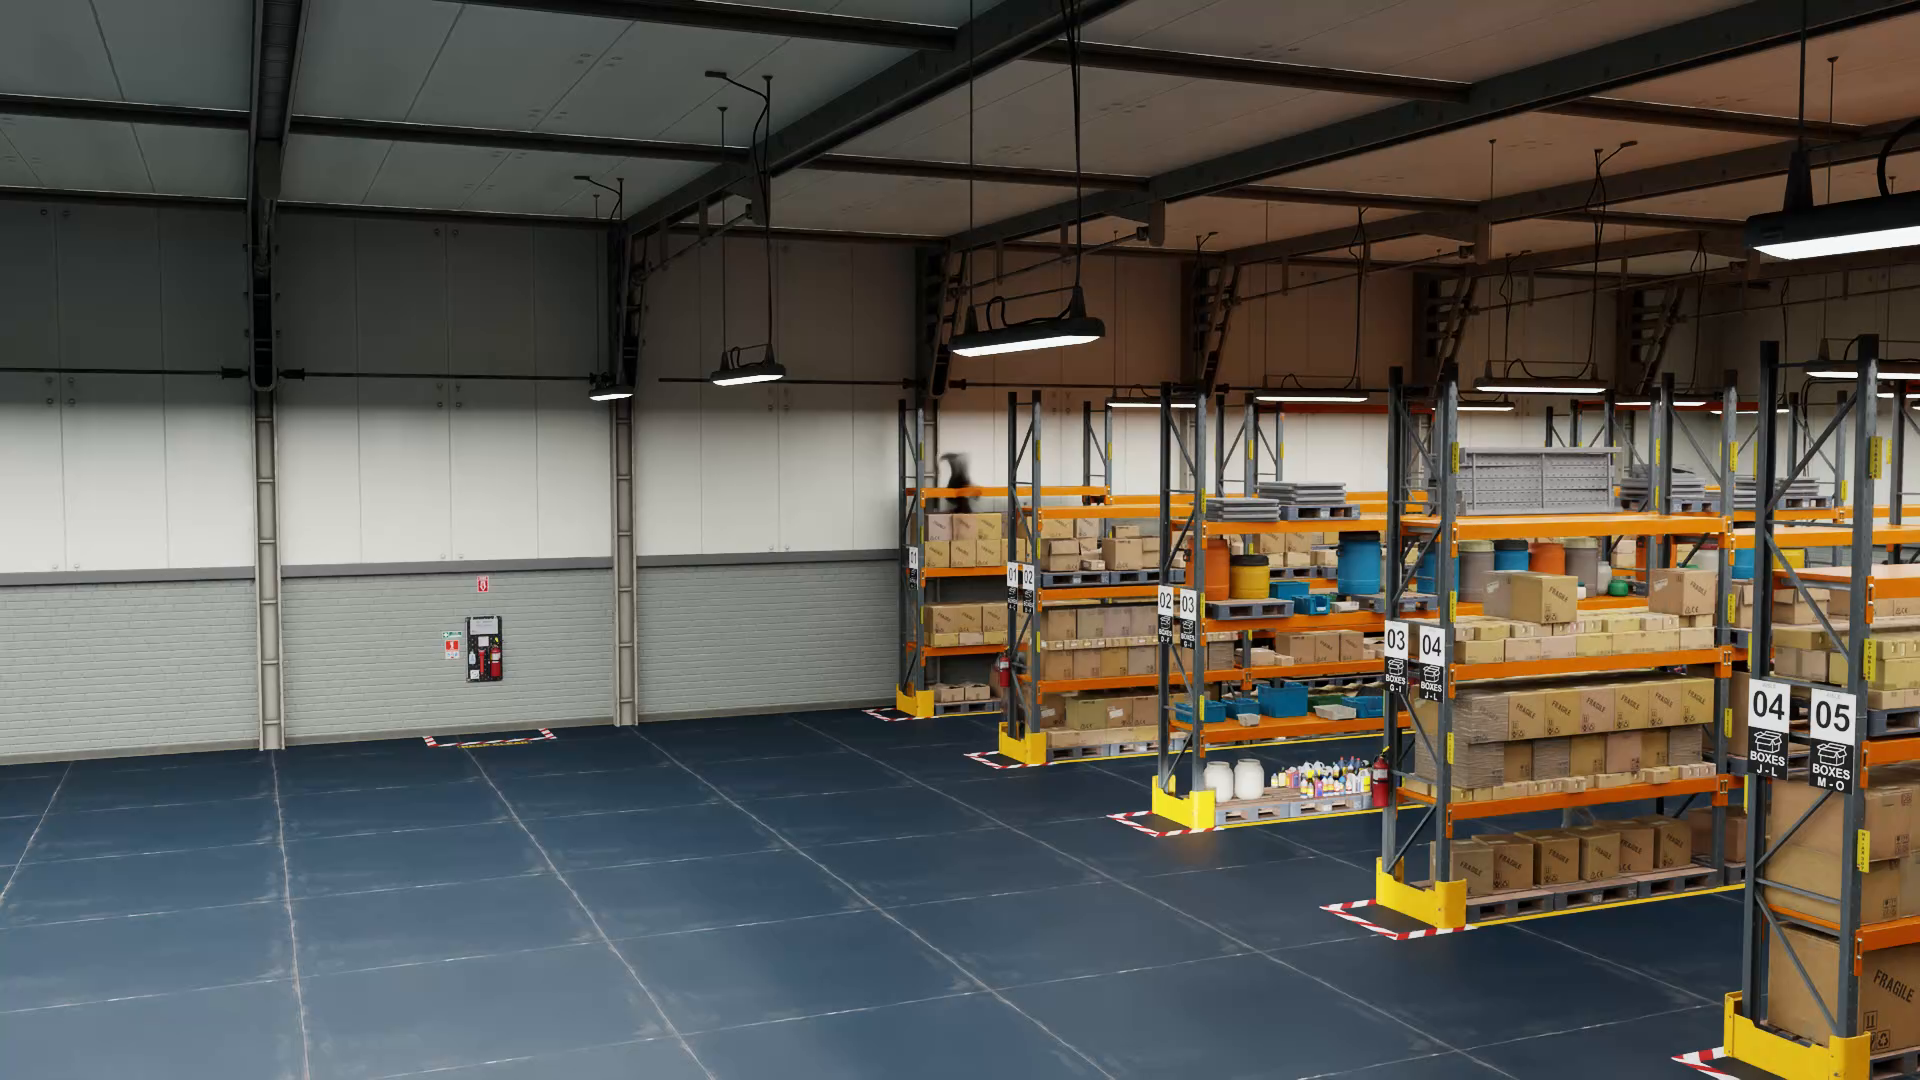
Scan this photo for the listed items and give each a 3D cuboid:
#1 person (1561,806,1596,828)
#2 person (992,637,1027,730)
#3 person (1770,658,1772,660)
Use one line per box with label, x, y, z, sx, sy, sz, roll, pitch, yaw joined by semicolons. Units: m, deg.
person;7.830;3.104;21.114;0.861;1.604;0.543;-1;4;-22
person;0.901;2.586;29.331;0.846;1.782;0.629;-3;4;-41
person;15.767;2.574;31.777;0.912;1.532;0.574;-1;4;-18
